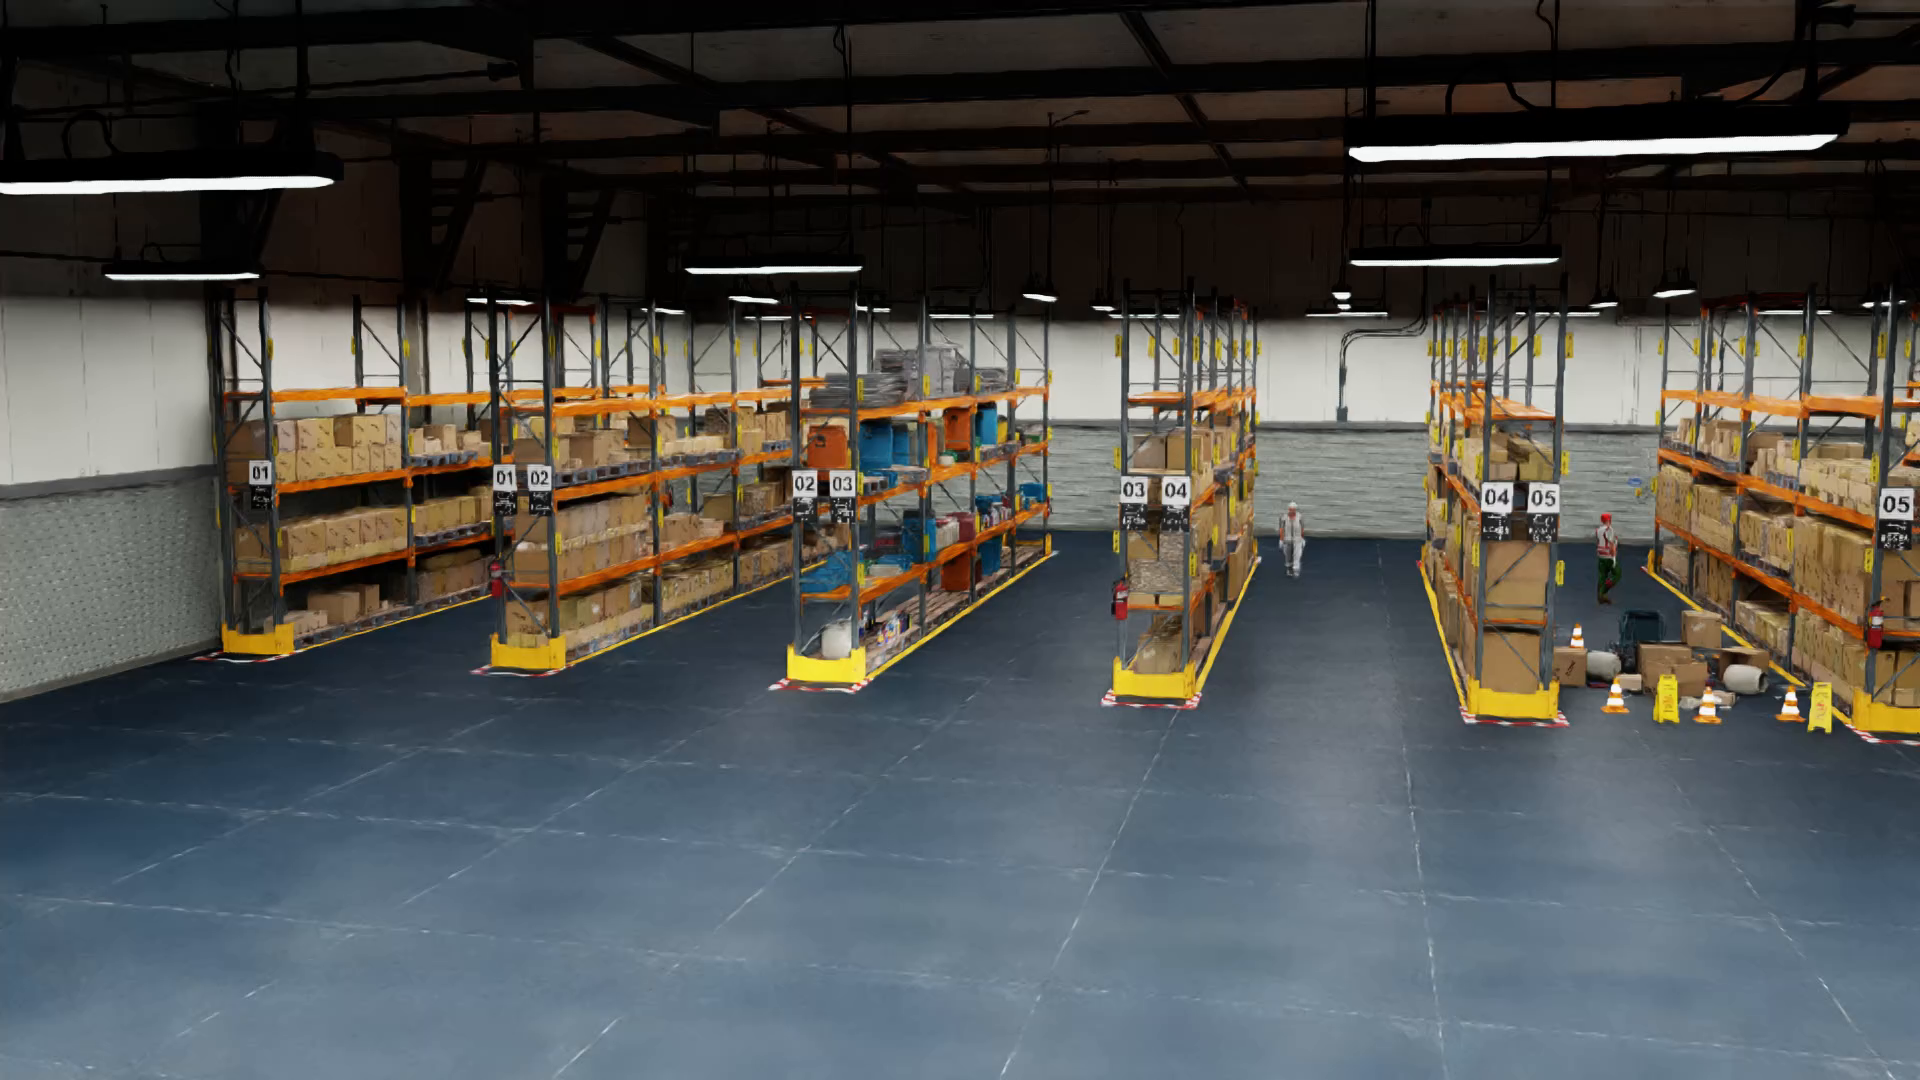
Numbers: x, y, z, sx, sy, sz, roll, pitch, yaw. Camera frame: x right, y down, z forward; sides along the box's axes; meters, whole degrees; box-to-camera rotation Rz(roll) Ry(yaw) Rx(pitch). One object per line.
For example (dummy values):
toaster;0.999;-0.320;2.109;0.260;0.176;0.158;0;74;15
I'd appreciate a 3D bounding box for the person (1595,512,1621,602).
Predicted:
person;12.756;0.344;32.839;0.445;1.786;0.592;-2;7;-15

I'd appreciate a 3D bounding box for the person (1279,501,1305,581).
person;7.192;0.007;36.038;0.551;1.711;1.140;2;7;15
